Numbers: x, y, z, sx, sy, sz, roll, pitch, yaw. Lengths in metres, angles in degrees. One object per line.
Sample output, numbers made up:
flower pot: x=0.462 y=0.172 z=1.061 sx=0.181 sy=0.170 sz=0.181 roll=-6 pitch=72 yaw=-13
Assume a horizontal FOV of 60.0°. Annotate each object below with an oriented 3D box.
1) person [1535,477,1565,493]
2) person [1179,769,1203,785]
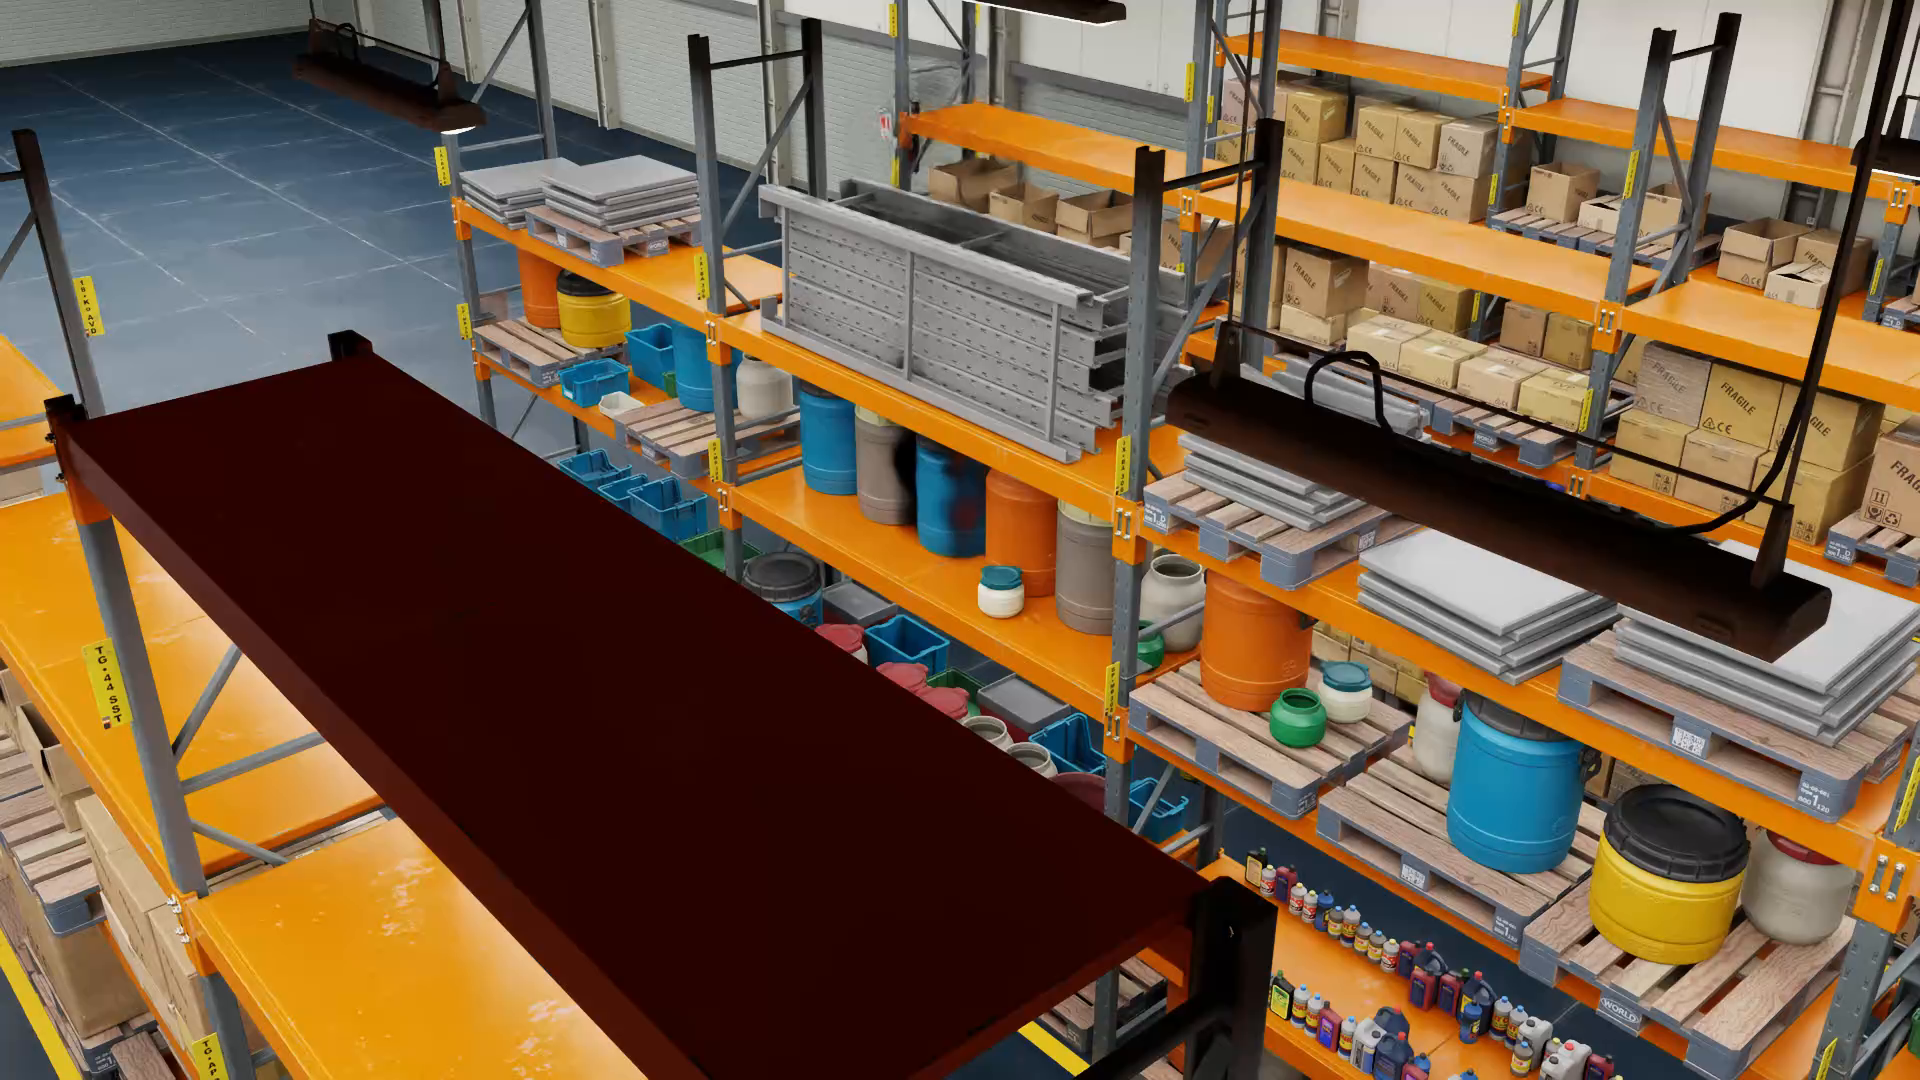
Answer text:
person: x=5.709 y=-0.502 z=16.041 sx=0.523 sy=0.516 sz=0.351 roll=-22 pitch=35 yaw=-37
person: x=2.187 y=1.386 z=13.231 sx=0.433 sy=1.495 sz=0.896 roll=-24 pitch=35 yaw=-38
